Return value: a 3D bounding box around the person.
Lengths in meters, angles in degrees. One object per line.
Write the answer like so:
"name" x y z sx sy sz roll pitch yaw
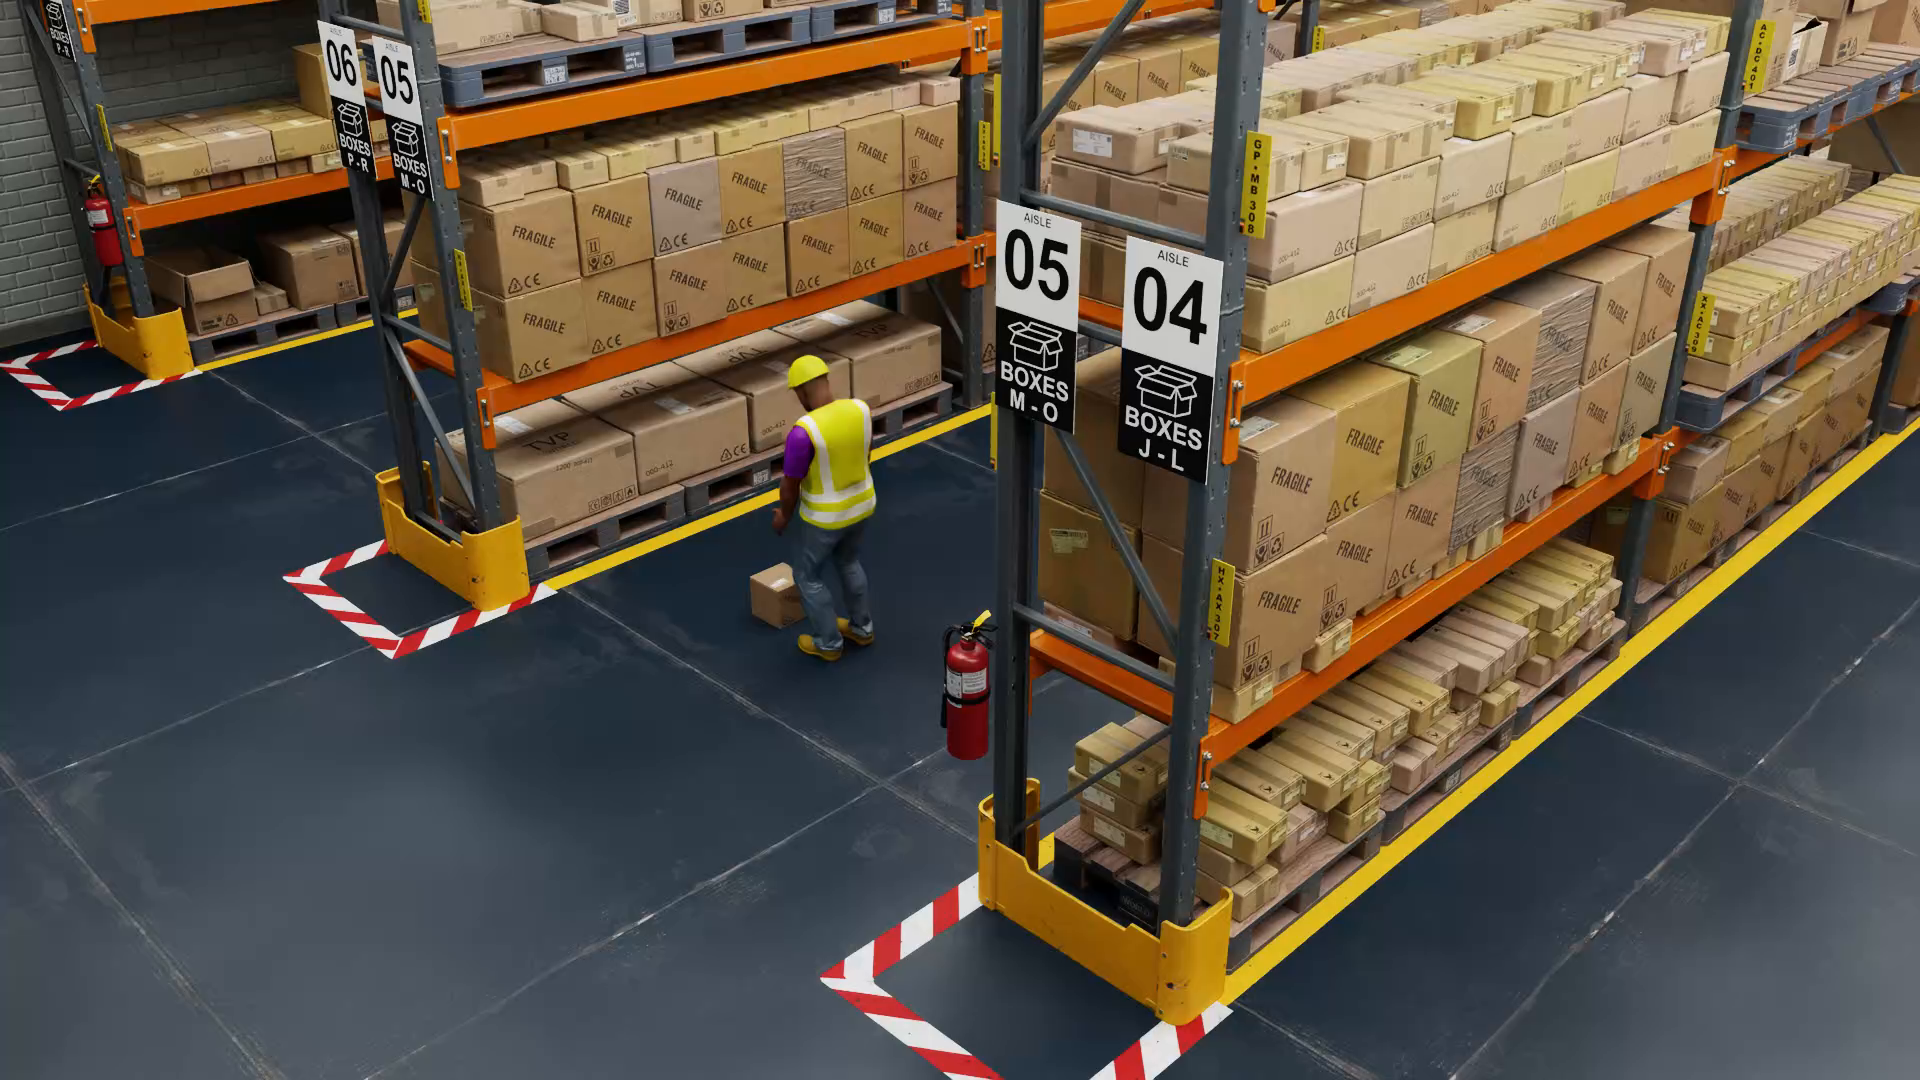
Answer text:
"person" -0.723 -0.165 8.965 0.591 1.717 0.453 -24 36 -38
